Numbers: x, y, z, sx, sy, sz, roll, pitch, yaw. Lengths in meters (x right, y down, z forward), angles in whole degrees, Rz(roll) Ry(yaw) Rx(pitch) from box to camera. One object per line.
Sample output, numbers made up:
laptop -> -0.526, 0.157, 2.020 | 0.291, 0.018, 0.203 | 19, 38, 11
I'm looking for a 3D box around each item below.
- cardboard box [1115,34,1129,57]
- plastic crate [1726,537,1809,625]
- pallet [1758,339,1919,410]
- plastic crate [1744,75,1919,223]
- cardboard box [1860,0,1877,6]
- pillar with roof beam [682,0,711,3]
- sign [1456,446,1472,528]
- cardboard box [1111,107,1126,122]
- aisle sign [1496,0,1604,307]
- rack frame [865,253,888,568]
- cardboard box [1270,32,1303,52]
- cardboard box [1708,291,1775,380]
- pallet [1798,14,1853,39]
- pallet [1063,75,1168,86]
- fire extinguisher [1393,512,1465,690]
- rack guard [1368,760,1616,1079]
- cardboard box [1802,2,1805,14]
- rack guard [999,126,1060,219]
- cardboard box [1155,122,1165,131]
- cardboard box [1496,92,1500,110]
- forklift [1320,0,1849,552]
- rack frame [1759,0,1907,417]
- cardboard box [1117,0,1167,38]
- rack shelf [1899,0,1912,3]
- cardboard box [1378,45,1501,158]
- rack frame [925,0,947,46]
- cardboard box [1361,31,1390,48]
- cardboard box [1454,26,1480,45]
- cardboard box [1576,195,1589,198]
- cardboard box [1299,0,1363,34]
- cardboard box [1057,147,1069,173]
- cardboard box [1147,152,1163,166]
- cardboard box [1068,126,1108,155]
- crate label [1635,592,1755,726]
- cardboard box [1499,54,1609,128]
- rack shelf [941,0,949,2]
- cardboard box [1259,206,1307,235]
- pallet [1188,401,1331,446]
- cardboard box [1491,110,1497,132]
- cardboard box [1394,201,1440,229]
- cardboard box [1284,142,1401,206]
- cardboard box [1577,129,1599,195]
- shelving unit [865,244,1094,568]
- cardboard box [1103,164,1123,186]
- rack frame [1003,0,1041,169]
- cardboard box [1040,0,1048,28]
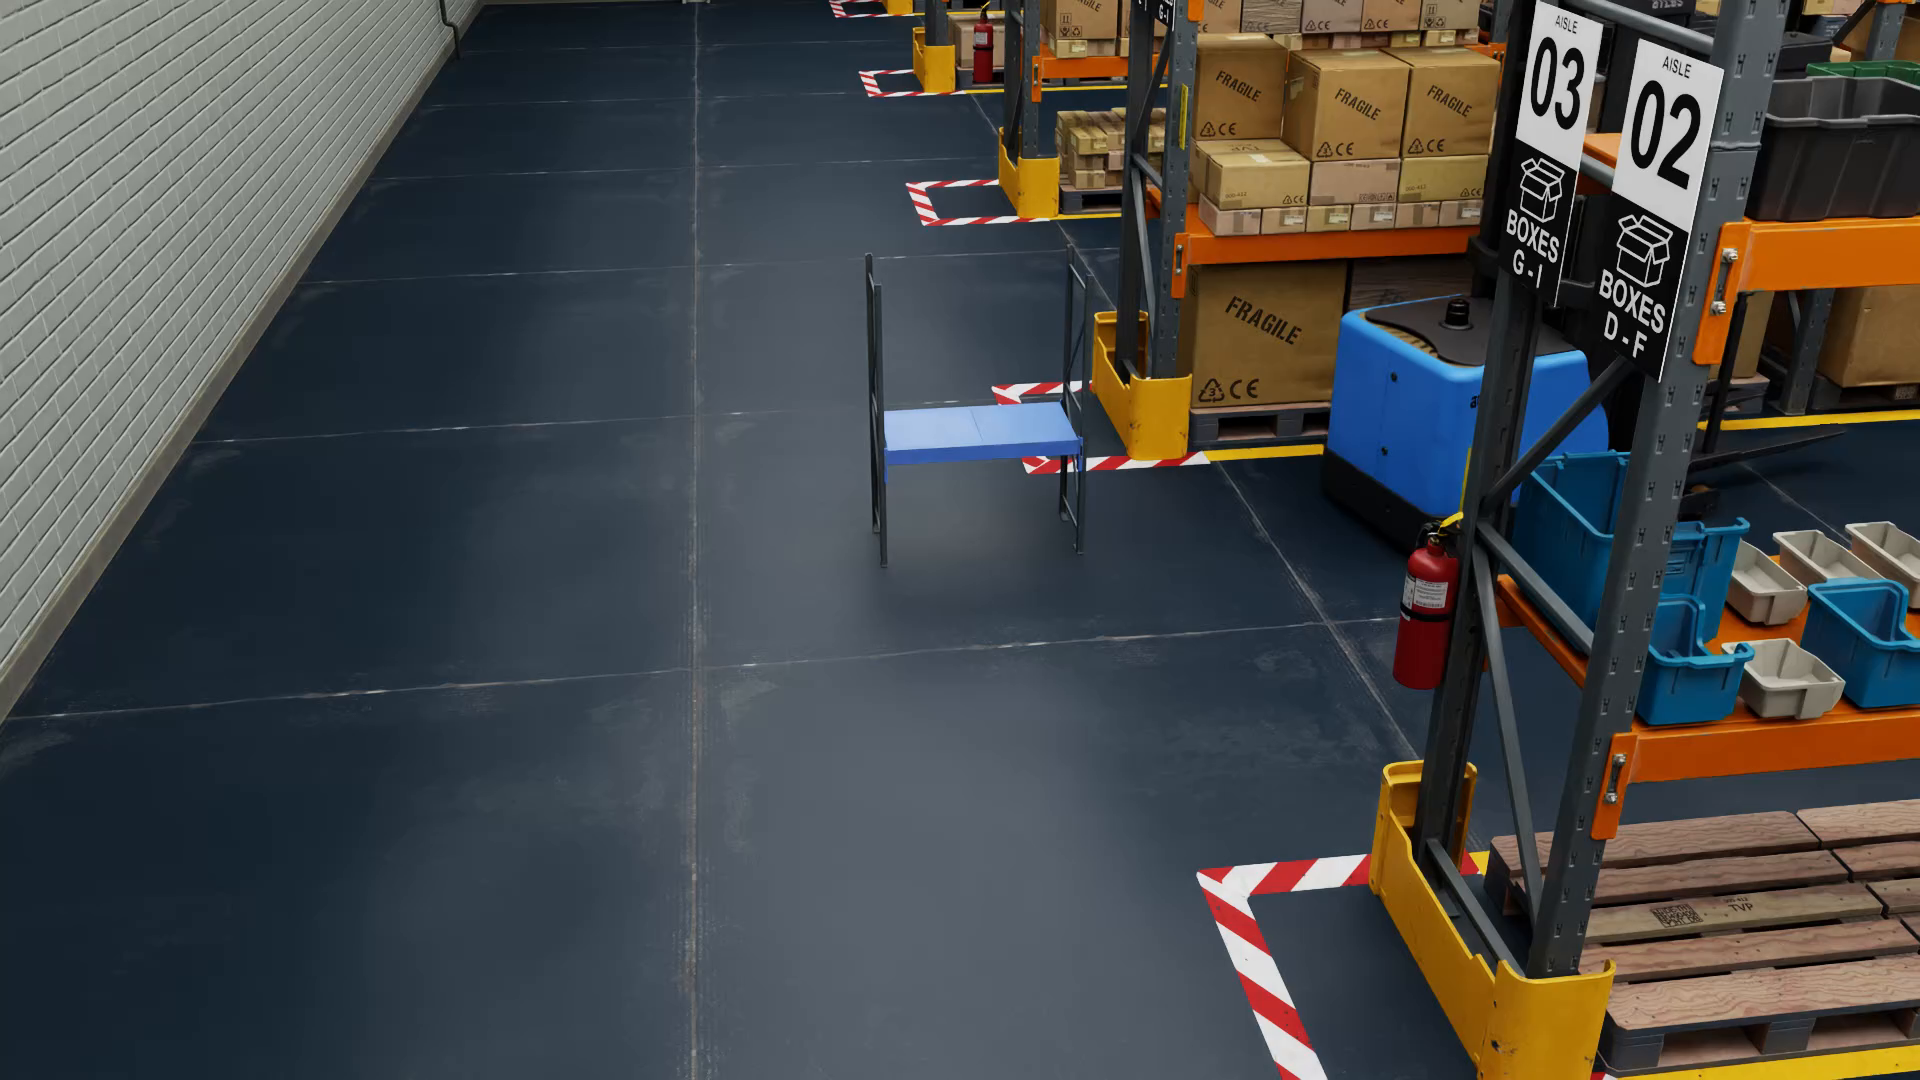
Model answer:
cardboard box -> 1.403, -4.102, 13.735 | 0.250, 0.149, 0.380 | -4, 27, -9
plastic crate -> 2.579, 0.131, 5.433 | 0.243, 0.136, 0.396 | -4, 27, -7
pallet -> 5.822, -1.162, 10.784 | 1.213, 0.211, 1.003 | -4, 27, -7
plastic crate -> 2.217, -1.001, 4.273 | 0.590, 0.269, 0.497 | -4, 27, -7
cardboard box -> 7.768, -4.644, 14.330 | 0.250, 0.149, 0.380 | -4, 27, -7
pillar with roof beam -> -3.165, -9.748, 17.891 | 0.400, 9.000, 9.100 | -4, 27, -7
sign -> 1.704, -0.146, 5.571 | 0.005, 0.325, 0.100 | -4, 27, -7
cardboard box -> 1.501, -3.709, 14.704 | 0.250, 0.149, 0.380 | -4, 27, -8
aisle sign -> 1.685, -1.111, 4.781 | 0.004, 0.787, 0.394 | -4, 27, -7
rack frame -> -0.419, -0.640, 8.355 | 0.032, 1.500, 0.500 | -4, 27, -7
cardboard box -> 2.689, -4.201, 13.926 | 0.250, 0.149, 0.380 | -3, 27, -6
cardboard box -> 4.403, -1.555, 10.363 | 0.875, 0.875, 0.875 | -4, 27, -7
pallet -> 7.747, -4.644, 14.725 | 1.003, 0.211, 1.213 | -4, 27, -7
pallet -> 1.713, -5.467, 19.173 | 1.213, 0.211, 1.003 | -4, 27, -7
fire extinguisher -> 1.584, 0.178, 5.610 | 0.183, 0.674, 0.296 | -4, 27, -7
rack guard -> 1.775, 1.293, 5.682 | 0.348, 0.500, 1.175 | -4, 27, -7
cardboard box -> 6.999, -4.595, 14.235 | 0.250, 0.149, 0.380 | -5, 28, -9
rack guard -> 0.591, -3.207, 14.452 | 0.348, 0.500, 1.175 | -4, 27, -7
cardboard box -> 1.840, -3.460, 14.219 | 0.250, 0.149, 0.380 | -5, 28, -10
cardboard box -> 5.175, -3.804, 15.156 | 0.500, 0.500, 0.500 | -4, 27, -8
forklift -> 3.552, -1.609, 8.675 | 3.031, 2.935, 1.130 | -11, 29, -20
rack frame -> 5.068, -2.320, 9.985 | 0.127, 3.000, 1.000 | -4, 27, -7
cardboard box -> 1.526, -4.440, 13.682 | 0.500, 0.500, 0.500 | -4, 27, -7
rack shelf -> 7.049, -3.461, 9.712 | 4.000, 0.370, 1.077 | -4, 27, -7
cardboard box -> 2.627, -2.440, 9.237 | 0.500, 0.500, 0.500 | -4, 27, -9
rack frame -> -0.274, -6.545, 18.220 | 0.127, 3.000, 1.000 | -4, 27, -7
cardboard box -> 3.449, -4.292, 14.103 | 0.250, 0.149, 0.380 | -4, 27, -9
cardboard box -> 4.227, -4.333, 14.183 | 0.250, 0.149, 0.380 | -4, 27, -8
cardboard box -> 3.539, -1.958, 9.556 | 0.250, 0.149, 0.380 | -4, 27, -8
cardboard box -> 3.030, -4.523, 13.844 | 0.500, 0.500, 0.500 | -4, 27, -7
cardboard box -> 1.008, -3.360, 14.676 | 0.250, 0.149, 0.380 | -3, 27, -6
cardboard box -> 1.580, -3.329, 14.290 | 0.250, 0.149, 0.380 | -3, 27, -6
cardboard box -> 1.082, -3.377, 14.056 | 0.250, 0.149, 0.380 | -5, 28, -9
crate label -> 2.087, 0.355, 4.891 | 0.303, 0.233, 0.416 | -4, 27, -7
cardboard box -> 3.555, -2.741, 9.823 | 0.500, 0.500, 0.500 | -5, 28, -9
rack shelf -> 1.707, -6.352, 18.632 | 4.000, 0.370, 1.077 | -4, 27, -7
cardboard box -> 1.758, -1.844, 9.333 | 0.250, 0.149, 0.380 | -4, 27, -8
pallet -> 1.888, -0.911, 10.294 | 1.213, 0.211, 1.003 | -4, 27, -7
cardboard box -> 3.072, -2.381, 9.943 | 0.500, 0.250, 0.500 | -4, 27, -7
cardboard box -> 2.522, -1.893, 9.429 | 0.250, 0.149, 0.380 | -4, 27, -8
cardboard box -> 2.134, -2.075, 9.347 | 0.500, 0.250, 0.500 | -4, 27, -8
cardboard box -> 3.650, -2.172, 9.536 | 0.500, 0.250, 0.500 | -3, 27, -6
shelving unit -> 0.084, -0.673, 8.418 | 1.048, 1.500, 0.538 | -4, 27, -7
cardboard box -> 1.327, -3.175, 14.314 | 0.250, 0.149, 0.380 | -4, 27, -7
rack frame -> 0.516, -4.314, 13.872 | 0.127, 3.000, 1.000 | -4, 27, -7
cardboard box -> 0.925, -4.636, 14.063 | 0.500, 0.500, 0.500 | -3, 27, -6
